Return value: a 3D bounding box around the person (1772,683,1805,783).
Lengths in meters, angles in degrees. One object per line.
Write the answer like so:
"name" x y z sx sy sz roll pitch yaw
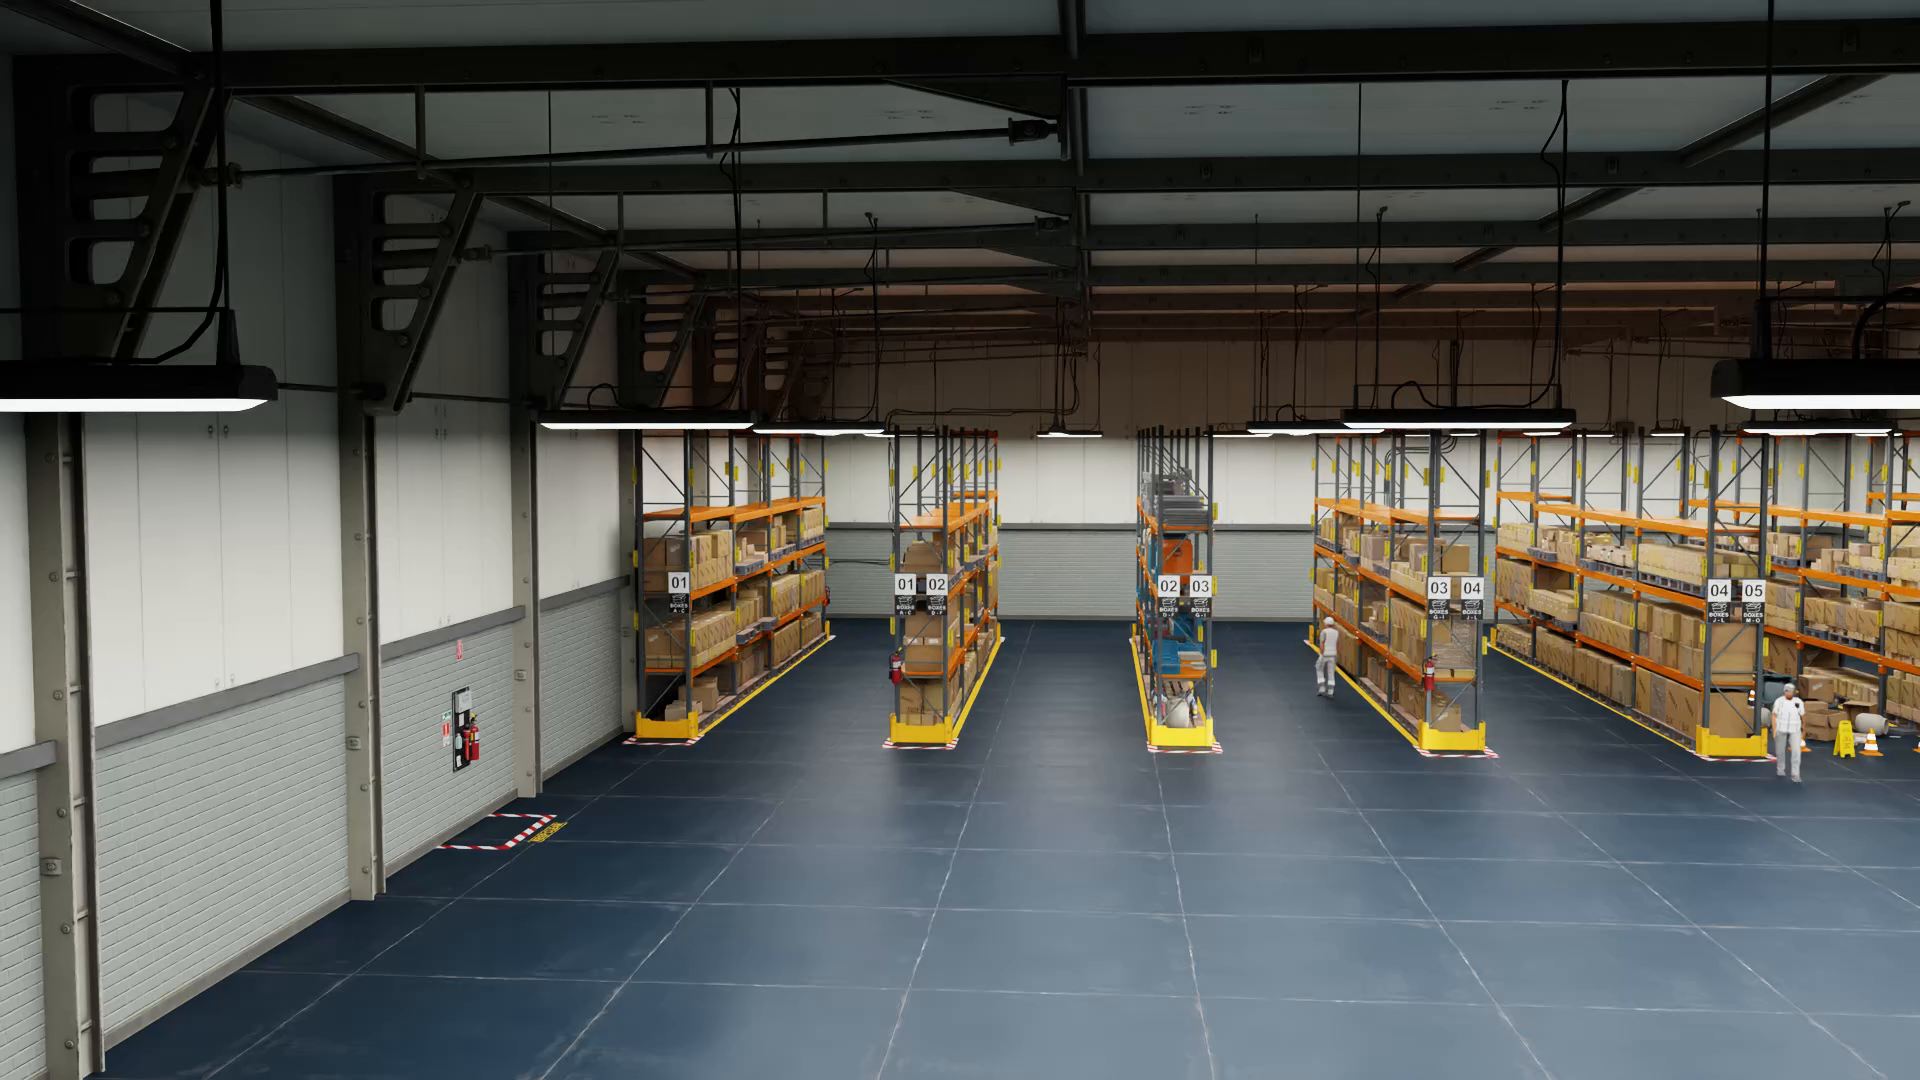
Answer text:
"person" 13.930 3.216 27.970 0.512 1.611 0.951 2 4 28

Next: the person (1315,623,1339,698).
"person" 8.205 2.642 36.979 0.521 1.760 0.528 0 3 -4
